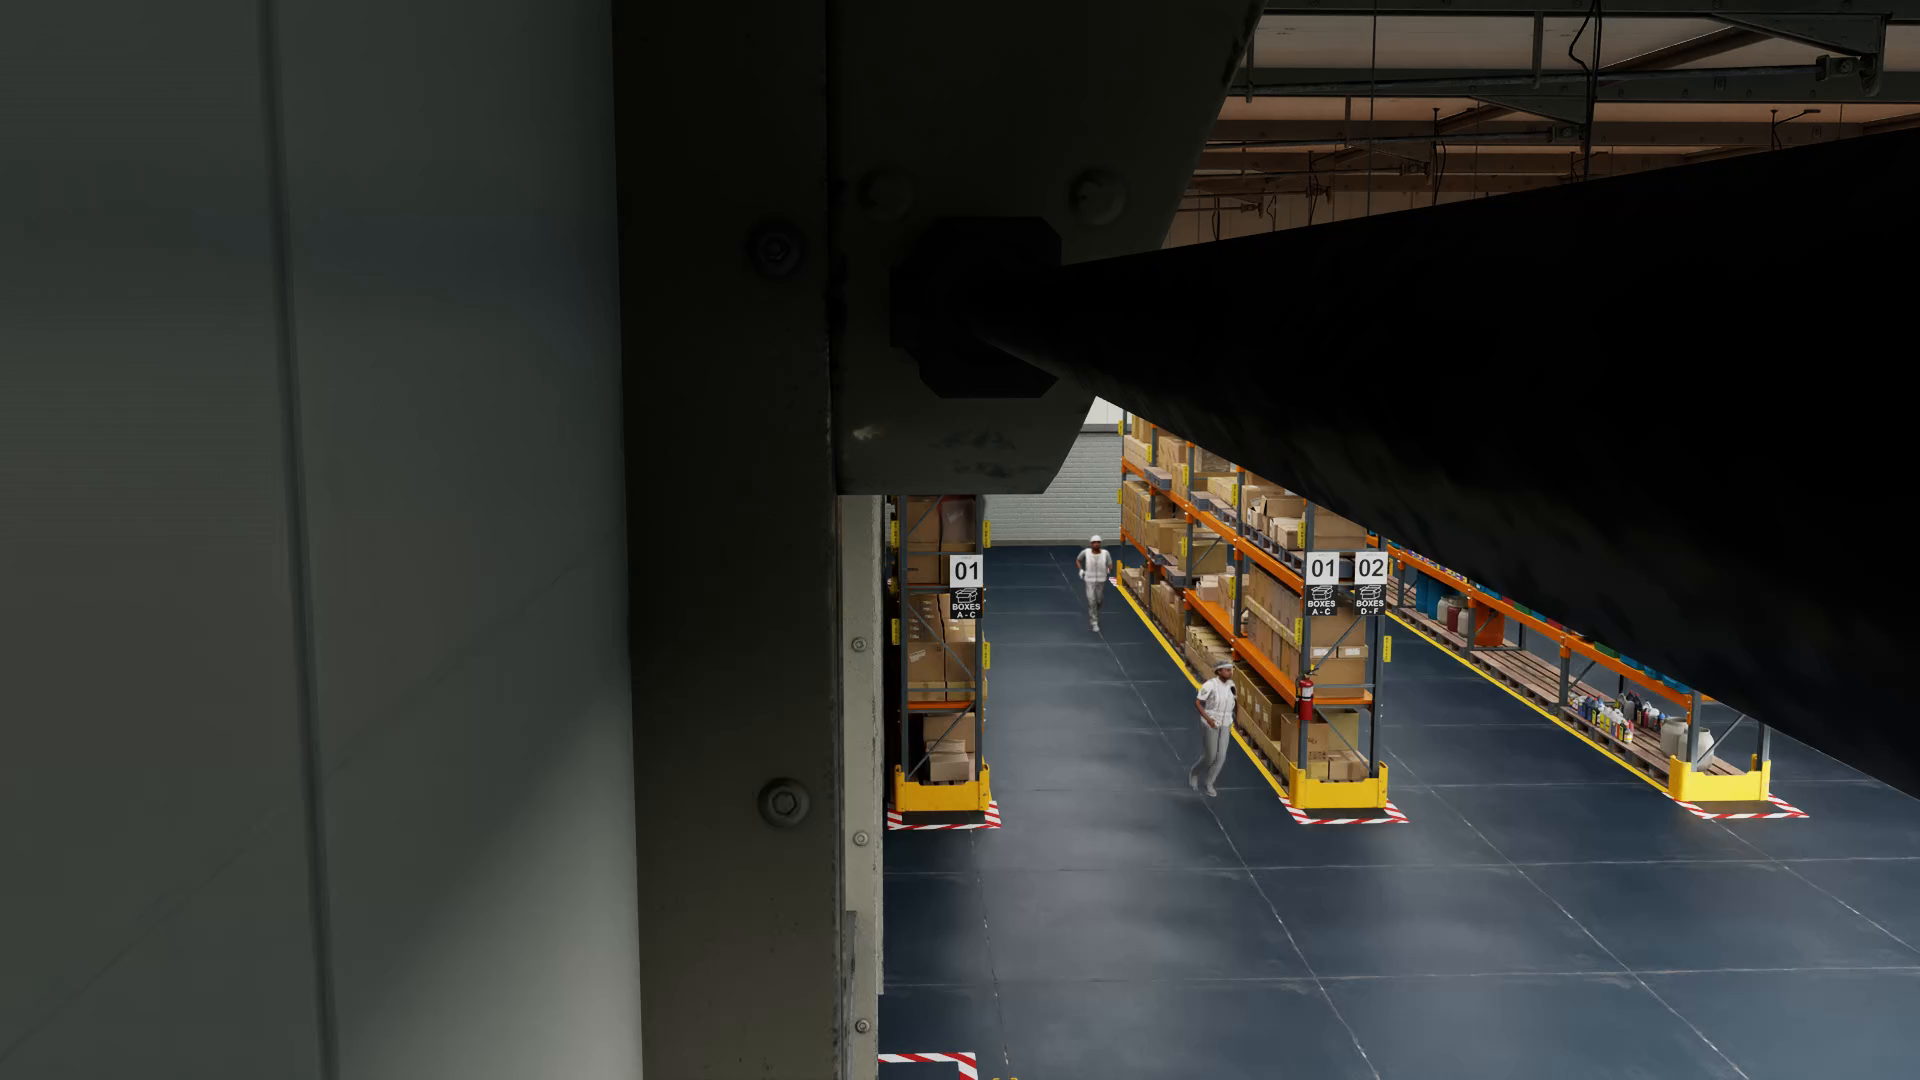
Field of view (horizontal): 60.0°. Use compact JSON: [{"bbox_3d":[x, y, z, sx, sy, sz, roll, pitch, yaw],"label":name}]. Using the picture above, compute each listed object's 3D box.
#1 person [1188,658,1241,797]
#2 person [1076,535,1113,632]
[{"bbox_3d":[3.168,2.254,20.365,0.619,1.658,0.562,-4,9,-26],"label":"person"},{"bbox_3d":[2.571,0.792,31.617,0.683,1.789,0.981,-1,8,-5],"label":"person"}]
